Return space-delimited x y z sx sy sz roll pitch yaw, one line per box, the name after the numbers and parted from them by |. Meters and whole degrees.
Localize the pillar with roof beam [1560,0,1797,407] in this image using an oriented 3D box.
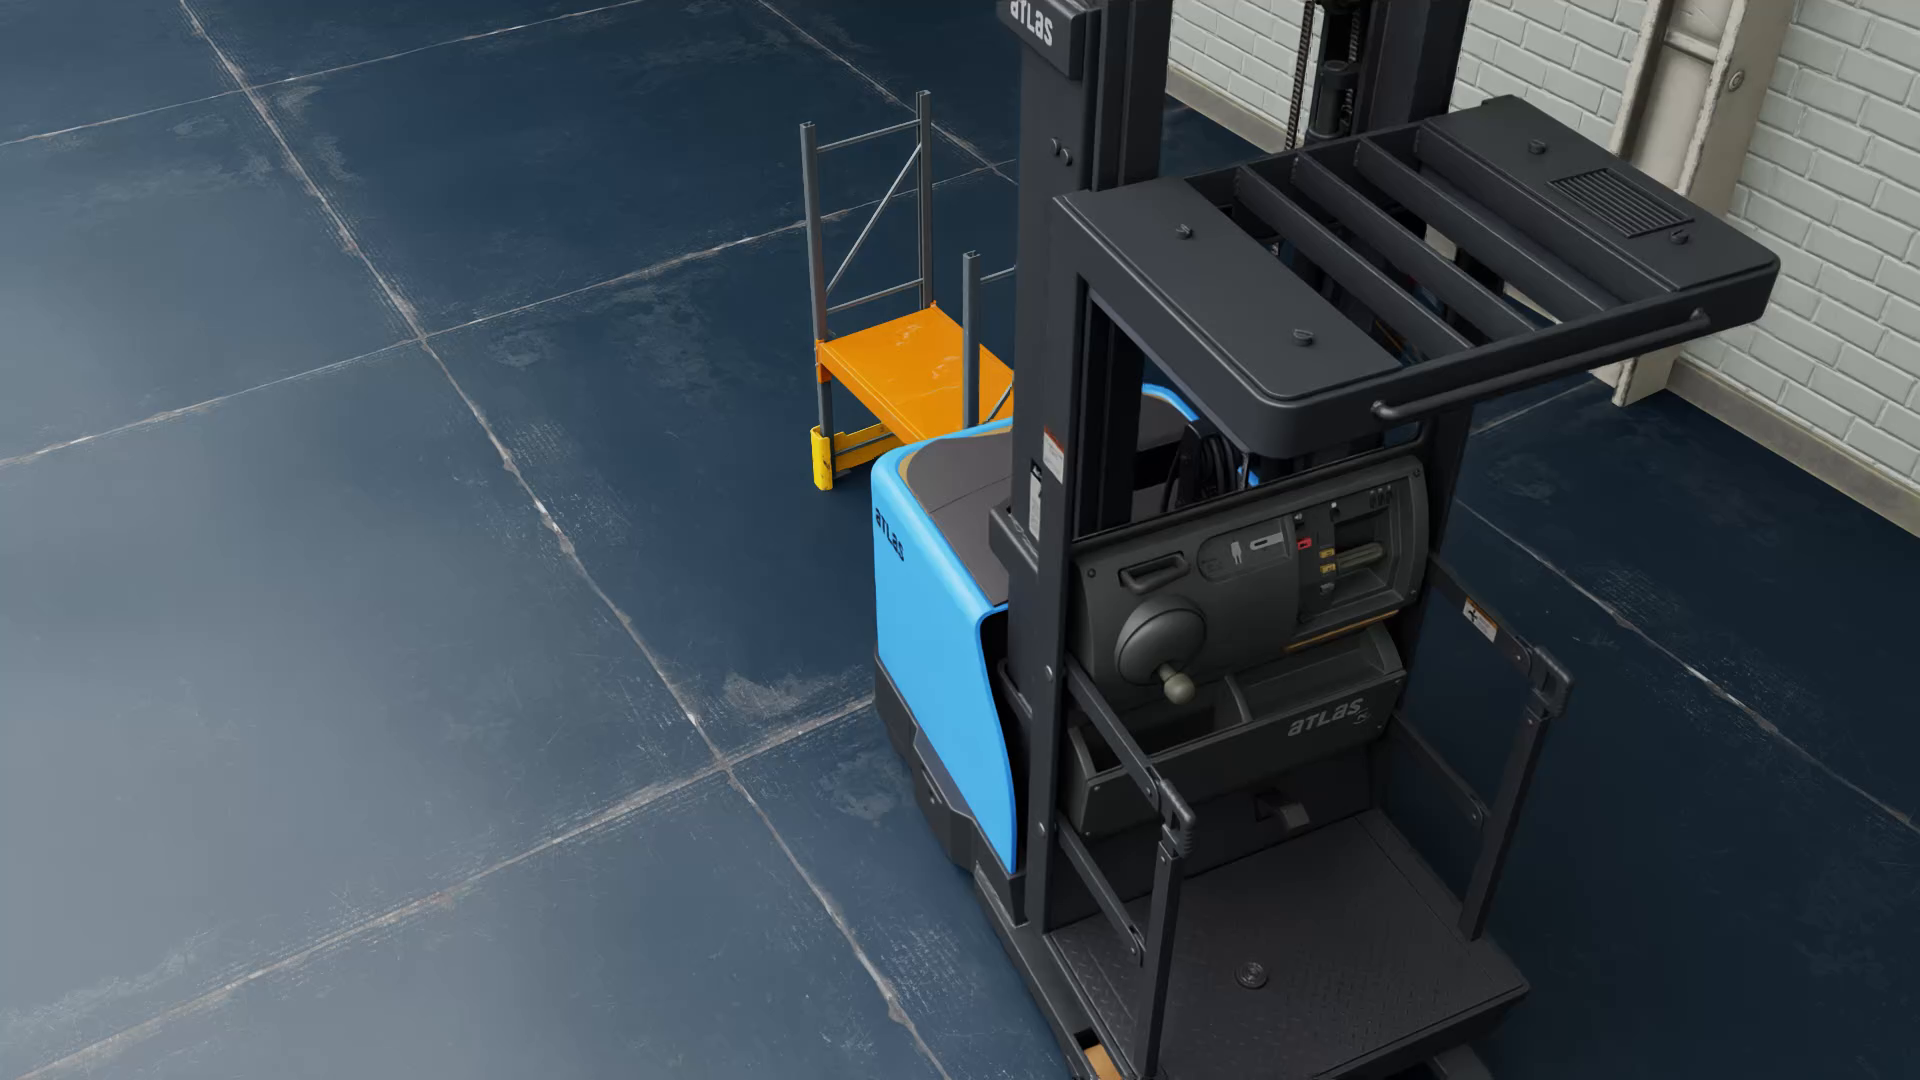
-0.859 -2.685 2.443 9.100 9.000 0.400 -22 45 -24 | pillar with roof beam

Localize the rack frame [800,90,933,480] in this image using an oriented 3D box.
-0.319 -0.897 6.154 0.500 1.500 0.032 -22 45 -24 | rack frame

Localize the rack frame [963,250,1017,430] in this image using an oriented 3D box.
0.227 -0.348 5.496 0.500 1.500 0.032 -22 45 -24 | rack frame

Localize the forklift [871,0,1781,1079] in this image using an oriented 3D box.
0.794 0.175 3.751 1.130 2.935 3.031 -16 43 -19 | forklift

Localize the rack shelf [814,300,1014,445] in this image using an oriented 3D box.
-0.046 -0.484 5.940 0.538 0.185 1.000 -22 45 -24 | rack shelf

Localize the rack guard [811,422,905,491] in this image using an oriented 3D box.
-0.309 -0.406 6.542 0.587 0.250 0.087 -22 45 -24 | rack guard

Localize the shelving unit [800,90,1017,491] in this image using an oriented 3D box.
-0.041 -0.617 5.819 0.587 1.500 1.083 -22 45 -24 | shelving unit
